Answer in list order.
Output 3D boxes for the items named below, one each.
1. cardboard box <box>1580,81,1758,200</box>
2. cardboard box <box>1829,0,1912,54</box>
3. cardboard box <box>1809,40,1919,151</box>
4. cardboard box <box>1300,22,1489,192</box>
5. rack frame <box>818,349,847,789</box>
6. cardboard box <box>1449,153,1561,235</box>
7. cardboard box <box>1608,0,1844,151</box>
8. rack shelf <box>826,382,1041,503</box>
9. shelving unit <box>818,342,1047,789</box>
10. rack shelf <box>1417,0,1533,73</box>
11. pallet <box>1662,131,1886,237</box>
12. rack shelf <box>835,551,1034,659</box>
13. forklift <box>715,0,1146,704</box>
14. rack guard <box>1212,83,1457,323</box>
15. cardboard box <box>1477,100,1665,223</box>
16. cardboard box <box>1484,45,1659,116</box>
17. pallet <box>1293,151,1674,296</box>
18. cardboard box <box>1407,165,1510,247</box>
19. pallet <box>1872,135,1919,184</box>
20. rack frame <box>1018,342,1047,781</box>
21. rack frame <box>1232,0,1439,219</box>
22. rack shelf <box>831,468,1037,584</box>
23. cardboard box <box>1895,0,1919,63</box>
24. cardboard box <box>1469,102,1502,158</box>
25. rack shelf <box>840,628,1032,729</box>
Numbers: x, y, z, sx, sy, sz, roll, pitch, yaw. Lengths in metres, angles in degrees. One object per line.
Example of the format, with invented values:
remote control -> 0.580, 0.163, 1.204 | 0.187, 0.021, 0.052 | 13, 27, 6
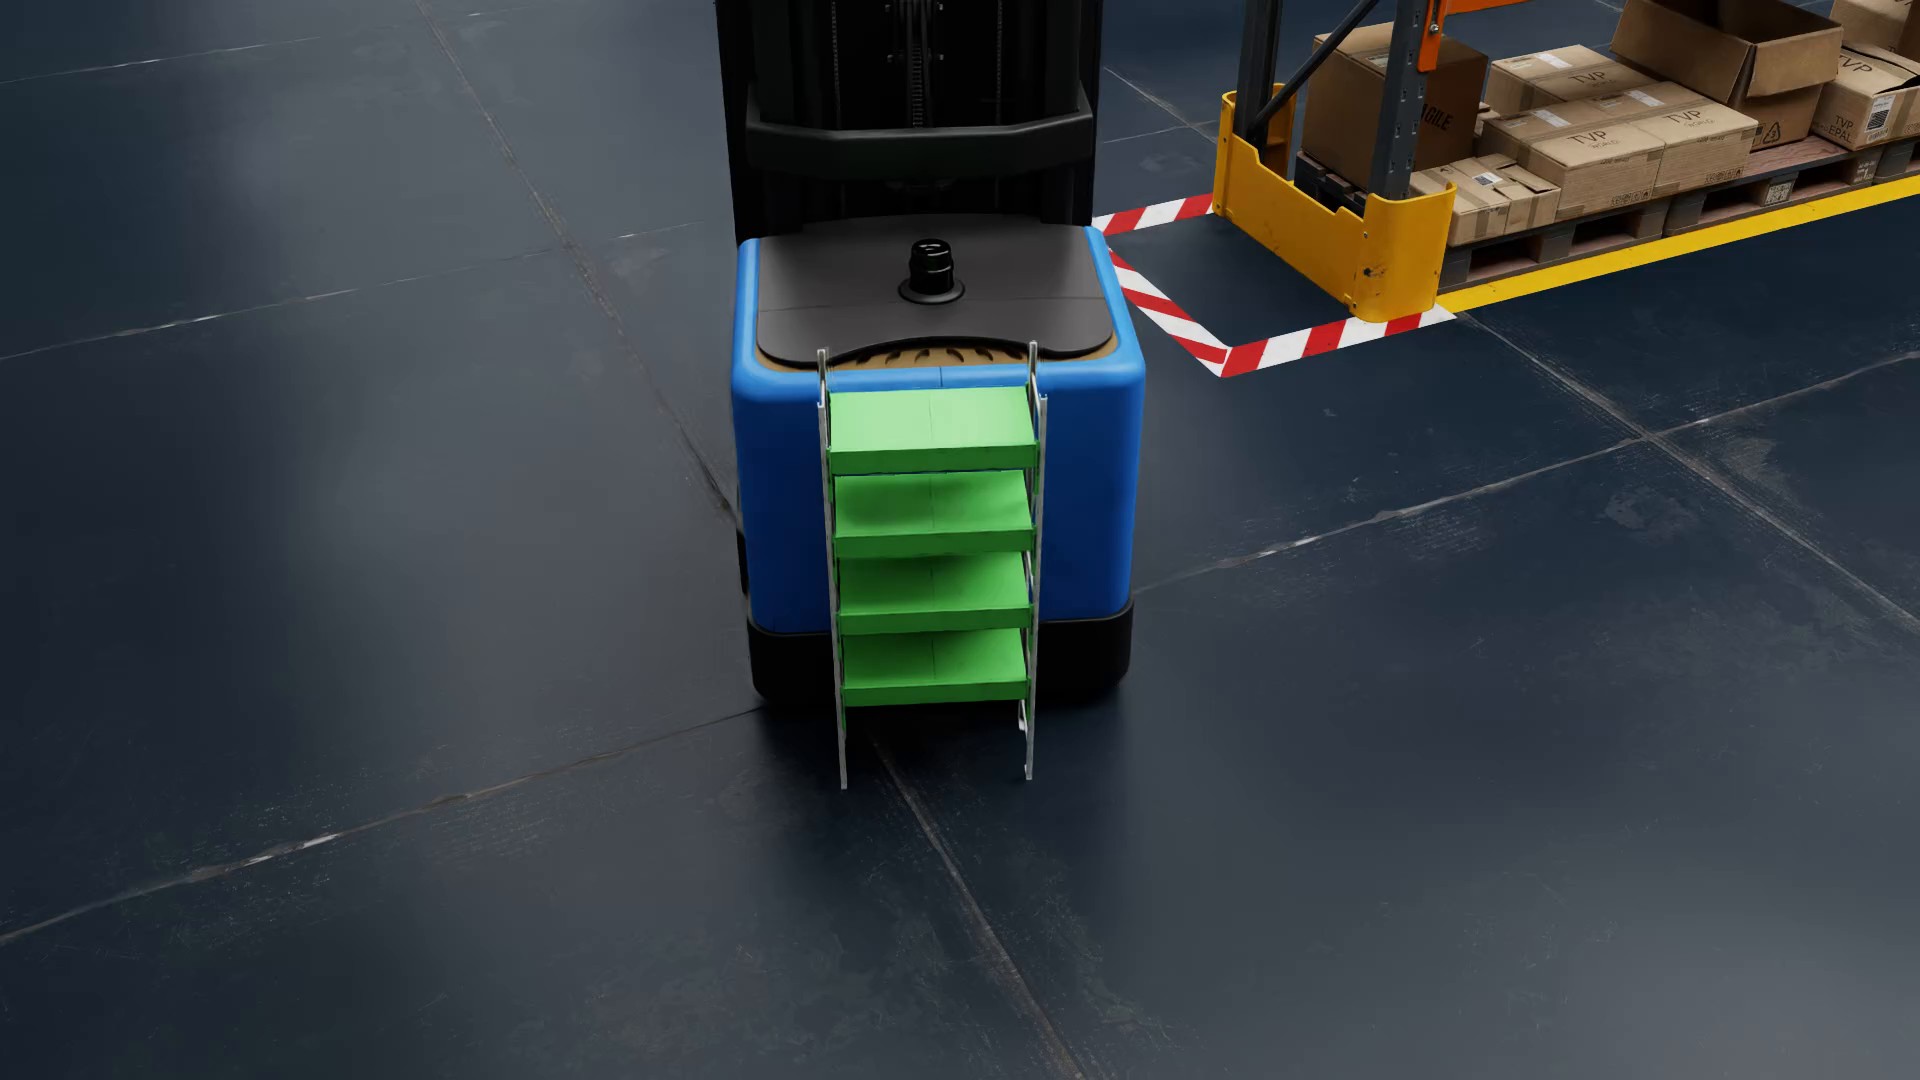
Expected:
cardboard box -> 2.918, -1.671, 6.924 | 0.500, 0.250, 0.500 | -16, 39, -20
cardboard box -> 4.549, -2.481, 7.965 | 0.500, 0.311, 0.500 | -16, 39, -20
cardboard box -> 3.946, -1.984, 7.294 | 0.500, 0.311, 0.500 | -16, 39, -20
cardboard box -> 1.787, -1.805, 6.894 | 0.500, 0.500, 0.500 | -16, 39, -20
rack frame -> -0.311, 0.109, 4.091 | 0.015, 1.200, 0.240 | -2, 38, -3
cardboard box -> 2.151, -1.384, 6.607 | 0.250, 0.166, 0.380 | -16, 39, -20
cardboard box -> 3.322, -2.070, 7.249 | 0.637, 0.503, 0.797 | -16, 39, -20
rack shelf -> -0.067, -0.229, 3.847 | 0.480, 0.148, 0.258 | -2, 38, -3
shelving unit -> -0.068, 0.099, 4.104 | 0.503, 1.200, 0.258 | -2, 38, -3
rack shelf -> 3.210, -2.579, 6.813 | 4.000, 0.370, 1.077 | -16, 39, -20
pallet -> 3.292, -1.769, 7.458 | 1.213, 0.211, 1.003 | -16, 39, -20
rack shelf -> -0.068, 0.149, 4.143 | 0.480, 0.148, 0.258 | -2, 38, -3
forklift -> -0.161, -1.592, 4.937 | 1.130, 2.935, 3.031 | -3, 37, -4
rack guard -> 1.468, -1.377, 6.686 | 0.348, 0.500, 1.175 | -16, 39, -20
cardboard box -> 2.465, -1.545, 6.754 | 0.500, 0.250, 0.500 | -16, 39, -20
cardboard box -> 2.660, -1.928, 7.271 | 0.500, 0.250, 0.500 | -16, 39, -20
pallet -> 2.190, -1.463, 7.045 | 1.213, 0.211, 1.003 | -16, 39, -20
cardboard box -> 1.925, -1.314, 6.527 | 0.250, 0.149, 0.380 | -16, 39, -20
pallet -> 4.398, -2.080, 7.878 | 1.213, 0.211, 1.003 | -16, 39, -20
rack frame -> 0.176, 0.089, 4.117 | 0.015, 1.200, 0.240 | -2, 38, -3
rack frame -> 1.400, -2.361, 5.916 | 0.127, 3.000, 1.000 | -16, 39, -20
rack shelf -> -0.067, -0.040, 3.995 | 0.480, 0.148, 0.258 | -2, 38, -3
cardboard box -> 4.625, -2.249, 7.494 | 0.500, 0.500, 0.500 | -16, 39, -20
cardboard box -> 2.192, -1.725, 7.066 | 0.250, 0.166, 0.380 | -16, 39, -20
rack shelf -> -0.068, 0.338, 4.291 | 0.480, 0.148, 0.258 | -2, 38, -3
